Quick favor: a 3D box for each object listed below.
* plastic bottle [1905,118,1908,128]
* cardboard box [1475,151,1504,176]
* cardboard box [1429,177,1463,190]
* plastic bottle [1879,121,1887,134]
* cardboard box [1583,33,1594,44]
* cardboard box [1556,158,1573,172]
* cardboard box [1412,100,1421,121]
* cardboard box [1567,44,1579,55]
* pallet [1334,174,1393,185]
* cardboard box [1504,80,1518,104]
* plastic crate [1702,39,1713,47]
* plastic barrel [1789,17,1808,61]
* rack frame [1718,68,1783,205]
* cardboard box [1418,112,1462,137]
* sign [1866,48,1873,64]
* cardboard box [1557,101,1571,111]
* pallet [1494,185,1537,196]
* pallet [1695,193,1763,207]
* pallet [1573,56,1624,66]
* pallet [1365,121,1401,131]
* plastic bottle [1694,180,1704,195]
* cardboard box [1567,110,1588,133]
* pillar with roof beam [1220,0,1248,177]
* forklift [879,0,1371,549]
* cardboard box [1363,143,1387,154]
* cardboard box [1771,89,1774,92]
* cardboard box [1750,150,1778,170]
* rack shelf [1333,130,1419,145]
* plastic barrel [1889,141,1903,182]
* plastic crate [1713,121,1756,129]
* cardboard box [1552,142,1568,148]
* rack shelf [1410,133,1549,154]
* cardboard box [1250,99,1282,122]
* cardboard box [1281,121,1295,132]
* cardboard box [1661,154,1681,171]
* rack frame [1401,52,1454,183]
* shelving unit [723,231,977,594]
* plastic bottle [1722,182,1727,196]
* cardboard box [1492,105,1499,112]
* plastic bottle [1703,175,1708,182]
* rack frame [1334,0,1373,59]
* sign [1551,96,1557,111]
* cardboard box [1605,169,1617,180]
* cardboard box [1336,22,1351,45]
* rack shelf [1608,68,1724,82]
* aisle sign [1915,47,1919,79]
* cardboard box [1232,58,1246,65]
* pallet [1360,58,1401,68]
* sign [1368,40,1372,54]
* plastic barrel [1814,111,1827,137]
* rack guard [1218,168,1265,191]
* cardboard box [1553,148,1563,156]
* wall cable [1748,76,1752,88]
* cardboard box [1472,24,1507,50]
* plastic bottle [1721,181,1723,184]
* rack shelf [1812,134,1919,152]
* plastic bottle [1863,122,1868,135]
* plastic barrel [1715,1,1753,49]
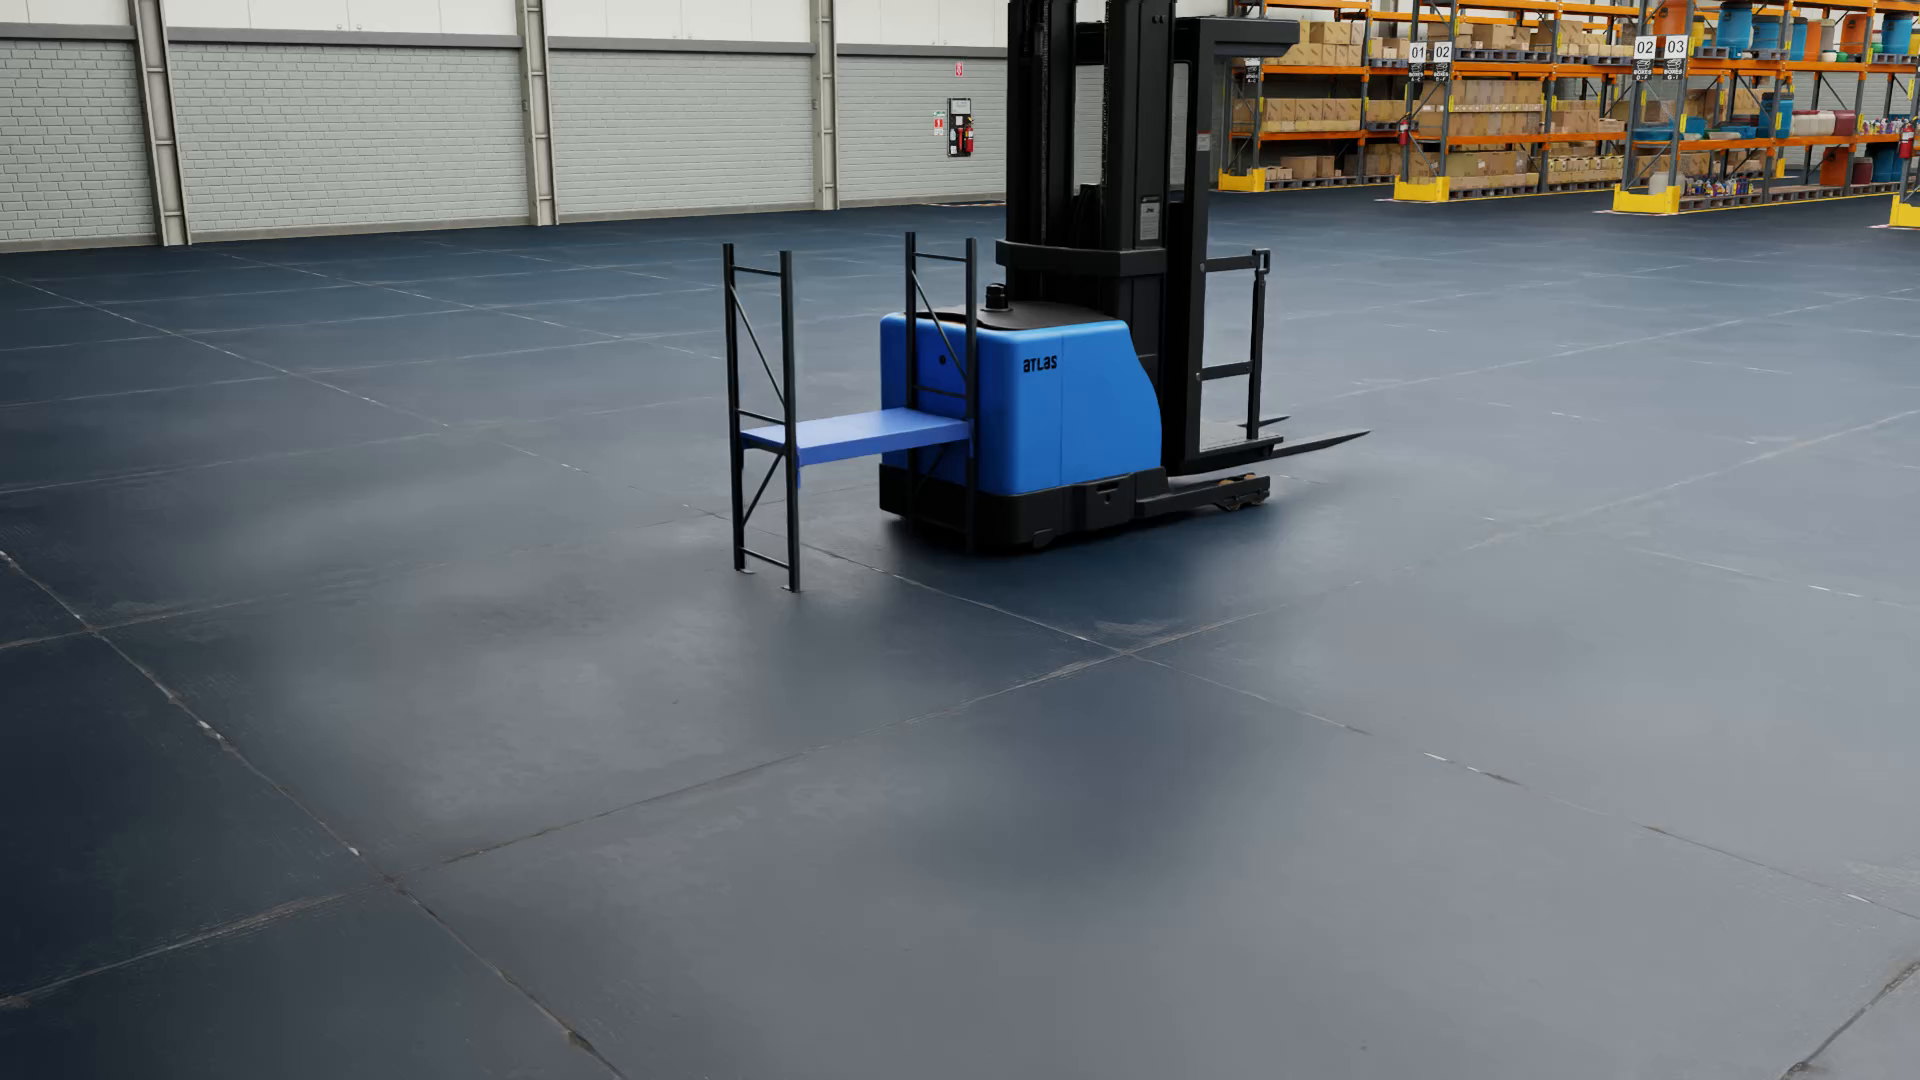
[{"bbox_3d":[21.584,-9.468,37.979,0.185,0.351,0.144,-13,19,-39],"label":"plastic bottle"},{"bbox_3d":[11.445,-8.181,36.127,0.500,0.500,0.500,-13,19,-39],"label":"cardboard box"},{"bbox_3d":[10.312,-7.565,35.275,0.500,0.250,0.500,-13,19,-39],"label":"cardboard box"},{"bbox_3d":[20.630,-9.219,37.192,0.135,0.276,0.152,-13,19,-39],"label":"plastic bottle"},{"bbox_3d":[17.431,-13.958,46.710,0.500,0.500,0.500,-14,20,-42],"label":"cardboard box"},{"bbox_3d":[13.635,-8.572,37.955,0.500,0.311,0.500,-13,20,-40],"label":"cardboard box"},{"bbox_3d":[11.269,-10.926,42.296,0.500,0.500,0.700,-13,19,-39],"label":"cardboard box"},{"bbox_3d":[13.663,-11.097,37.645,0.500,0.250,0.500,14,20,42],"label":"cardboard box"},{"bbox_3d":[10.111,-9.070,41.796,1.213,0.211,1.003,-13,19,-39],"label":"pallet"},{"bbox_3d":[11.690,-9.749,36.228,0.500,0.500,0.700,-13,20,-39],"label":"cardboard box"},{"bbox_3d":[14.251,-9.502,32.227,0.575,0.384,0.392,-13,19,-39],"label":"plastic crate"},{"bbox_3d":[17.256,-10.397,34.579,0.708,0.901,0.600,-13,19,-39],"label":"plastic barrel"},{"bbox_3d":[16.028,-8.356,33.720,0.127,3.000,1.000,-13,19,-39],"label":"rack frame"},{"bbox_3d":[10.122,-8.768,35.070,0.500,0.500,0.700,-13,19,-39],"label":"cardboard box"},{"bbox_3d":[19.412,-10.326,35.487,0.005,0.325,0.100,-13,19,-39],"label":"sign"},{"bbox_3d":[16.534,-11.996,46.767,0.700,0.700,0.980,-13,20,-41],"label":"cardboard box"},{"bbox_3d":[12.152,-7.847,37.219,1.213,0.211,1.003,-13,19,-39],"label":"pallet"},{"bbox_3d":[15.494,-6.903,33.685,1.213,0.211,1.003,-13,19,-39],"label":"pallet"},{"bbox_3d":[14.502,-11.034,38.300,1.213,0.211,1.003,-12,19,-37],"label":"pallet"},{"bbox_3d":[10.196,-10.293,41.344,1.213,0.211,1.003,-13,19,-39],"label":"pallet"},{"bbox_3d":[14.800,-7.068,33.324,0.135,0.276,0.152,-13,19,-39],"label":"plastic bottle"},{"bbox_3d":[14.144,-9.670,38.447,0.500,0.500,0.500,-13,19,-39],"label":"cardboard box"},{"bbox_3d":[9.293,-11.954,35.567,0.400,9.000,9.100,-13,19,-39],"label":"pillar with roof beam"},{"bbox_3d":[1.043,-1.663,8.796,3.031,2.935,1.130,-12,19,-38],"label":"forklift"},{"bbox_3d":[10.399,-9.855,41.871,0.500,0.250,0.500,-13,20,-41],"label":"cardboard box"},{"bbox_3d":[21.296,-11.671,43.998,0.500,0.500,0.500,-12,19,-38],"label":"cardboard box"},{"bbox_3d":[21.583,-10.219,44.685,0.500,0.500,0.500,-13,19,-39],"label":"cardboard box"},{"bbox_3d":[11.033,-10.276,42.302,4.000,0.370,1.077,-13,19,-39],"label":"rack shelf"},{"bbox_3d":[21.641,-8.812,38.678,0.708,0.901,0.600,-13,19,-39],"label":"plastic barrel"},{"bbox_3d":[15.549,-8.262,33.489,0.504,0.338,0.767,-13,19,-39],"label":"plastic crate"},{"bbox_3d":[16.963,-11.166,47.014,0.250,0.149,0.380,-13,20,-41],"label":"cardboard box"},{"bbox_3d":[11.270,-8.635,36.157,4.000,0.370,1.077,-13,19,-39],"label":"rack shelf"},{"bbox_3d":[7.064,-9.929,38.408,0.500,0.500,0.500,-13,19,-39],"label":"cardboard box"},{"bbox_3d":[7.466,-9.656,38.839,0.500,0.250,0.500,-13,20,-41],"label":"cardboard box"},{"bbox_3d":[17.491,-9.288,41.201,0.500,0.500,0.500,-14,20,-41],"label":"cardboard box"},{"bbox_3d":[9.761,-8.643,34.796,0.127,3.000,1.000,-13,19,-39],"label":"rack frame"},{"bbox_3d":[-0.485,-0.622,7.673,1.048,1.500,0.538,-12,19,-38],"label":"shelving unit"},{"bbox_3d":[15.069,-6.929,32.811,0.097,0.271,0.097,0,15,0],"label":"plastic bottle"},{"bbox_3d":[11.359,-9.290,35.766,0.250,0.149,0.380,-12,19,-39],"label":"cardboard box"},{"bbox_3d":[15.146,-7.233,33.796,0.185,0.351,0.144,-12,19,-38],"label":"plastic bottle"},{"bbox_3d":[9.524,-13.183,40.167,0.127,3.000,1.000,-13,19,-39],"label":"rack frame"},{"bbox_3d":[13.144,-9.670,36.807,0.005,0.325,0.100,-13,19,-39],"label":"sign"},{"bbox_3d":[15.173,-8.648,39.329,0.500,0.250,0.500,-13,20,-40],"label":"cardboard box"},{"bbox_3d":[8.916,-12.042,39.537,0.500,0.500,0.500,-11,19,-36],"label":"cardboard box"},{"bbox_3d":[17.305,-11.439,40.844,4.000,0.370,1.077,-13,19,-39],"label":"rack shelf"},{"bbox_3d":[16.018,-8.018,27.418,0.004,0.787,0.394,-13,19,-39],"label":"aisle sign"},{"bbox_3d":[6.655,-11.234,38.451,0.500,0.500,0.500,-11,18,-35],"label":"cardboard box"},{"bbox_3d":[10.060,-11.727,40.892,1.003,0.211,1.213,-13,19,-39],"label":"pallet"},{"bbox_3d":[9.886,-11.879,40.096,0.005,0.325,0.100,-13,19,-39],"label":"sign"},{"bbox_3d":[18.092,-8.800,35.168,0.421,0.512,0.421,0,15,0],"label":"plastic barrel"},{"bbox_3d":[6.564,-8.412,38.775,0.348,0.500,1.175,-13,19,-39],"label":"rack guard"},{"bbox_3d":[16.572,-10.826,46.999,0.500,0.500,0.700,-13,20,-40],"label":"cardboard box"},{"bbox_3d":[23.078,-14.604,51.504,0.112,2.526,3.097,-13,19,-39],"label":"wall cable"},{"bbox_3d":[11.194,-10.640,35.178,0.500,0.500,0.500,-13,19,-39],"label":"cardboard box"},{"bbox_3d":[15.147,-6.998,33.046,0.133,0.283,0.061,-13,19,-39],"label":"plastic bottle"},{"bbox_3d":[20.554,-9.025,37.618,4.000,0.370,1.077,-13,19,-39],"label":"rack shelf"},{"bbox_3d":[19.862,-9.034,36.486,0.133,0.283,0.061,-13,19,-39],"label":"plastic bottle"},{"bbox_3d":[15.207,-10.103,32.661,0.708,0.901,0.600,-13,19,-39],"label":"plastic barrel"}]
